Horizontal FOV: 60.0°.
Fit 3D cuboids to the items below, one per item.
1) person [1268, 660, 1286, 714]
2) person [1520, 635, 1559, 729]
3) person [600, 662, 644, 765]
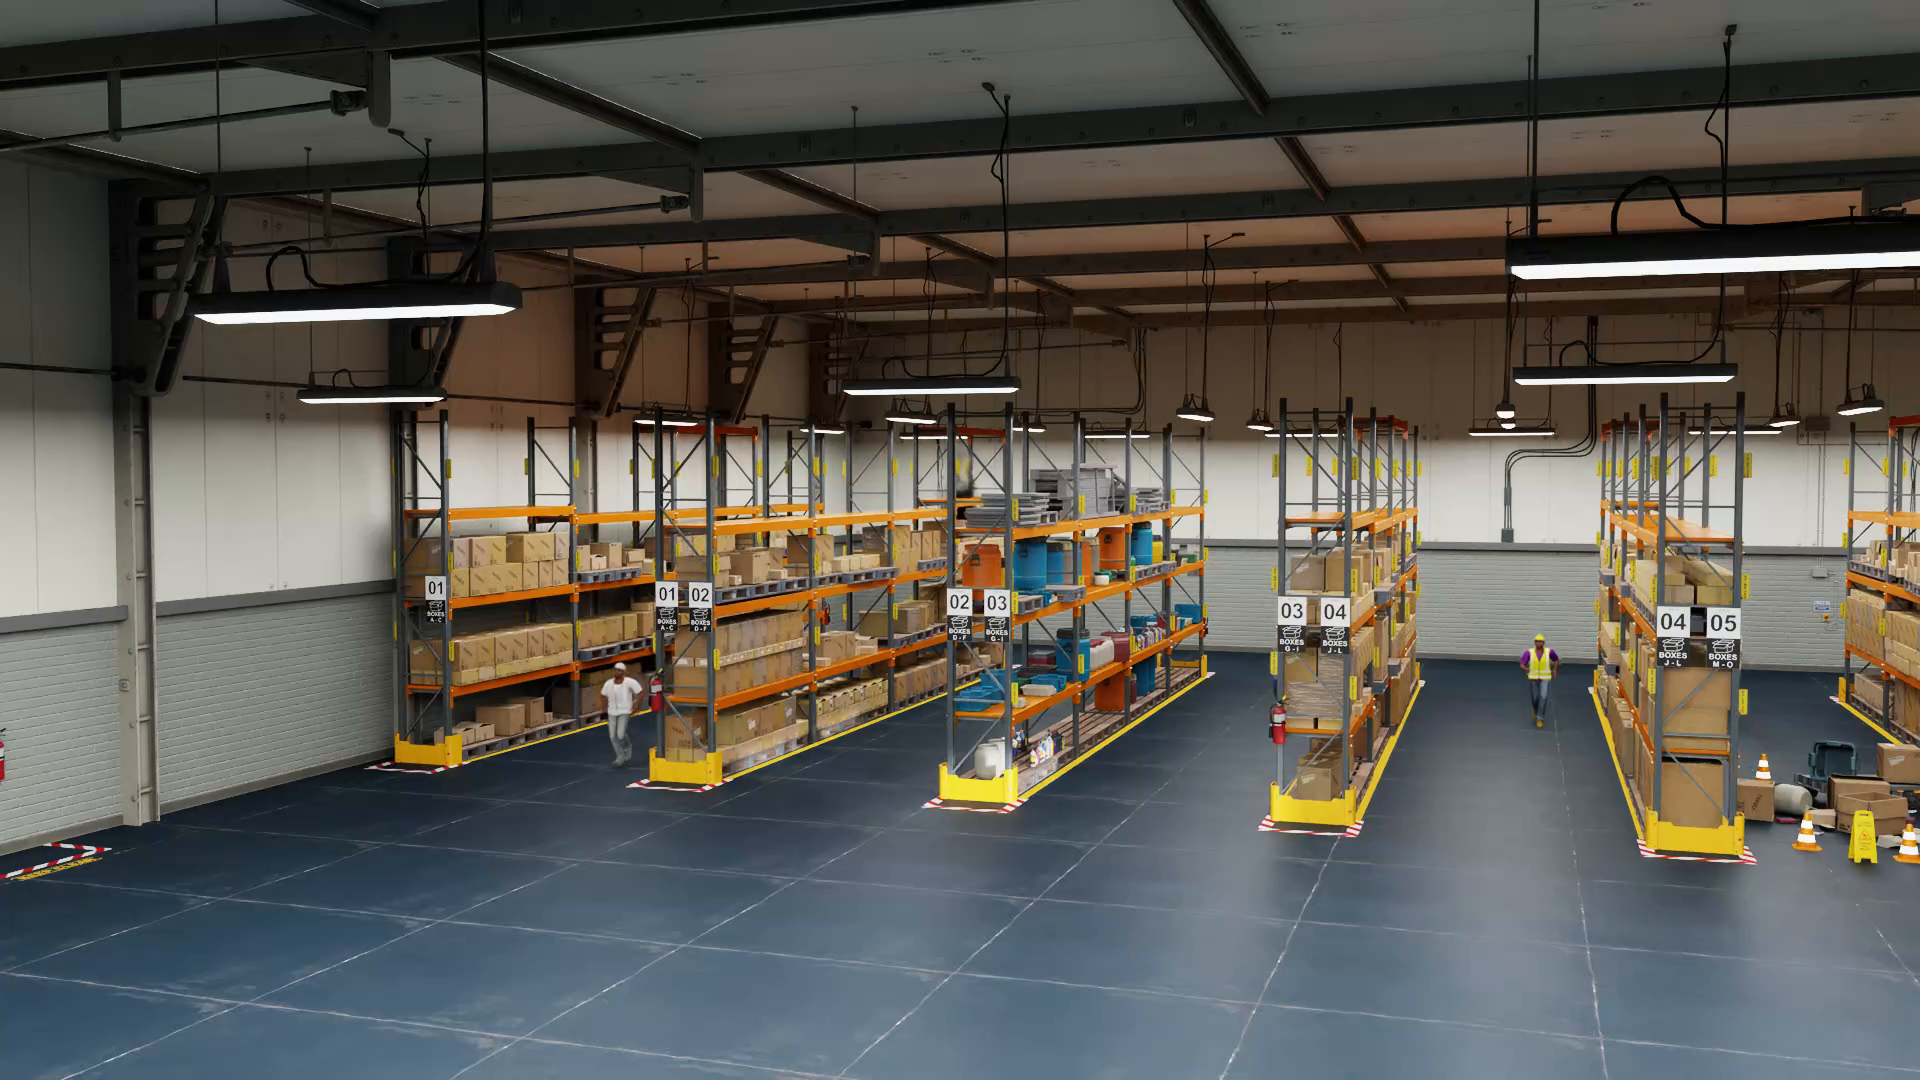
[{"bbox_3d":[6.390,2.784,33.008,0.543,1.563,0.882,1,3,16],"label":"person"},{"bbox_3d":[11.292,2.727,32.422,0.709,1.772,0.970,1,3,22],"label":"person"},{"bbox_3d":[-5.740,2.924,27.993,0.745,1.730,0.527,1,2,12],"label":"person"}]
